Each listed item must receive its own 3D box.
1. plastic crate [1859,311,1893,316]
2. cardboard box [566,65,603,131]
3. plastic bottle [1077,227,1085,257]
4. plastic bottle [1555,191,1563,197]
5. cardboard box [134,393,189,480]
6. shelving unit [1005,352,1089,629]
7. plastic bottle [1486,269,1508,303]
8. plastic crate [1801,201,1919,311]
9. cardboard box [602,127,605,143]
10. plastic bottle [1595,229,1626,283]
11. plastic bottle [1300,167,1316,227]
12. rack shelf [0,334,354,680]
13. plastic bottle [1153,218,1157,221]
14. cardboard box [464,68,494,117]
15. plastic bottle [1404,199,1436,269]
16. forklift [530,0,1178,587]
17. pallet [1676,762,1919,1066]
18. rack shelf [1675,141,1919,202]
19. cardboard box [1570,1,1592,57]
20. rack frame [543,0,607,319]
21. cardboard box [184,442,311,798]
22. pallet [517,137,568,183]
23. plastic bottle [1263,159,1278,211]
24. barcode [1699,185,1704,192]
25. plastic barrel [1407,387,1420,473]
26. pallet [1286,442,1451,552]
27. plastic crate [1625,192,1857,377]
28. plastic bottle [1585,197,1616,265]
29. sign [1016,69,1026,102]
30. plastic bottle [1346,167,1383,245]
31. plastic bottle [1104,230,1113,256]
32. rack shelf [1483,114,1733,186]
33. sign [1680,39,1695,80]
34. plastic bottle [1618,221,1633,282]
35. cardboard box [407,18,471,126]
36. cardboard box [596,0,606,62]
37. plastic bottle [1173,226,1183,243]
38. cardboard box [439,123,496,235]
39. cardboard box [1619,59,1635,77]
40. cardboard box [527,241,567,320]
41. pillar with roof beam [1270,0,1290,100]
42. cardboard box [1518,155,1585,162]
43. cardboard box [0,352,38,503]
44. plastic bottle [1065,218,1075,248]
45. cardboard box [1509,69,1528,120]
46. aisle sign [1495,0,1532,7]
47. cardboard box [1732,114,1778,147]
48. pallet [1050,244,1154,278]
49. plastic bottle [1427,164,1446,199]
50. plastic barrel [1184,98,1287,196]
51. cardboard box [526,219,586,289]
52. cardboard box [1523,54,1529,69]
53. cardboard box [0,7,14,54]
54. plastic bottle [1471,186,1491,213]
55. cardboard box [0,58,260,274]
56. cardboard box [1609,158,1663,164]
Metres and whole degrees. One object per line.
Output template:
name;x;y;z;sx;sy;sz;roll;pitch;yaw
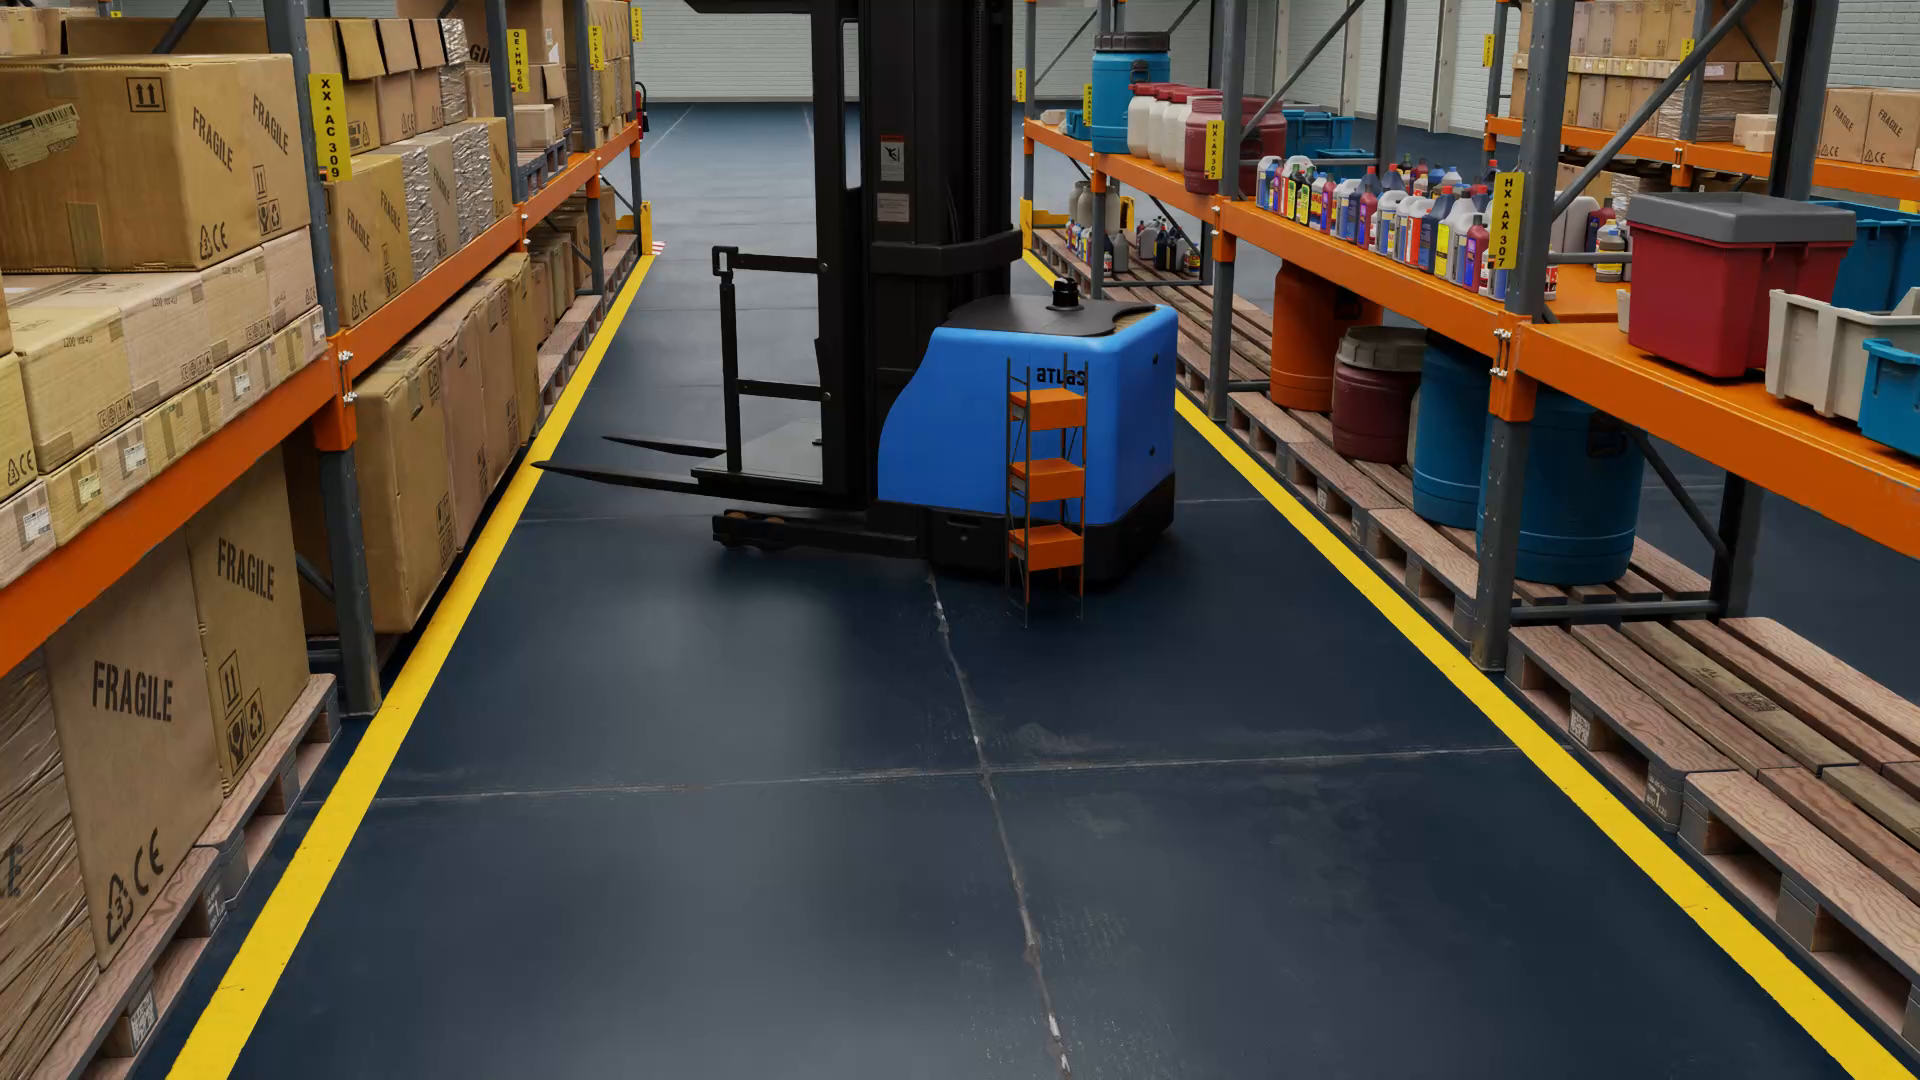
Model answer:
plastic crate;2.791;-0.545;4.764;0.437;0.125;0.590;-2;18;-6
cardboard box;-3.328;-3.529;13.245;0.875;0.500;0.500;-2;18;-6
plastic bottle;1.115;-2.714;15.134;0.097;0.271;0.097;0;17;0
plastic bottle;2.620;-1.408;7.361;0.152;0.276;0.135;-2;18;-6
cardboard box;-2.028;-0.236;3.841;0.380;0.149;0.250;-2;18;-7
shelving unit;0.336;-0.192;6.537;0.252;1.050;0.215;-7;19;-22
plastic bottle;2.046;-1.021;6.128;0.152;0.276;0.135;-2;18;-6
plastic crate;2.796;-0.865;5.351;0.392;0.384;0.575;-2;18;-6
cardboard box;-3.167;-3.379;13.852;0.380;0.149;0.250;-2;18;-6
plastic bottle;2.580;-1.127;6.591;0.097;0.201;0.097;0;17;0
plastic bottle;1.759;-1.722;8.349;0.061;0.283;0.133;-2;18;-6
rack shelf;-2.312;0.120;3.490;1.077;0.370;4.000;-2;18;-6
plastic bottle;1.827;-2.894;15.687;0.061;0.283;0.133;-1;17;-4
cardboard box;-3.183;-2.582;10.026;0.700;0.500;0.500;1;17;3
plastic bottle;1.957;-1.280;6.953;0.152;0.276;0.135;-2;18;-6
forklift;-0.575;-1.471;7.469;3.031;2.935;1.130;7;19;22
pallet;2.652;0.940;4.331;1.003;0.211;1.213;-2;18;-6
rack shelf;6.717;-2.569;12.053;1.077;0.370;4.000;-2;18;-6
cardboard box;6.252;-4.904;15.958;0.700;0.500;0.500;-2;18;-5
rack frame;-3.343;-3.203;12.872;1.000;3.000;0.127;-2;18;-6
cardboard box;-2.529;0.193;4.901;0.875;0.875;0.875;-2;18;-6
pallet;-3.175;-2.508;10.979;1.003;0.211;1.213;-2;18;-6
plastic bottle;1.704;-1.929;9.027;0.097;0.271;0.097;0;17;0
barcode;6.123;-2.894;13.725;0.001;0.075;0.075;-2;18;-6
plastic barrel;2.327;-0.531;7.812;0.421;0.512;0.421;0;17;0
pallet;2.242;-0.238;8.082;1.003;0.211;1.213;-2;18;-6
plastic crate;2.251;-0.758;4.877;0.402;0.464;0.583;-2;18;-6
plastic bottle;2.704;-1.304;7.018;0.061;0.283;0.133;-2;18;-6
sign;0.623;-4.664;17.064;0.100;0.325;0.005;-2;18;-6
plastic bottle;1.875;-1.541;7.660;0.144;0.351;0.185;-2;18;-6
plastic bottle;1.230;-2.485;14.273;0.144;0.351;0.185;-2;18;-7
rack shelf;6.305;-3.761;15.849;1.077;0.370;4.000;-2;18;-6
sign;5.959;-3.941;13.646;0.100;0.325;0.005;-2;18;-6
plastic bottle;2.702;-1.172;6.610;0.152;0.276;0.135;-2;18;-6
cardboard box;-2.871;-2.319;8.215;0.797;0.503;0.637;-1;17;-4
cardboard box;-3.190;-4.161;13.589;0.500;0.500;0.500;-2;18;-6
plastic bottle;1.913;-2.555;14.497;0.144;0.351;0.185;-1;17;-4
cardboard box;-2.587;-1.771;8.143;0.500;0.500;0.500;-2;18;-6
cardboard box;6.167;-4.243;14.934;0.380;0.149;0.250;-2;18;-6
cardboard box;-3.271;-1.894;12.141;0.700;0.500;0.500;-2;18;-6
pillar with roof beam;4.582;-16.339;44.699;9.100;9.000;0.400;-2;18;-6
cardboard box;5.986;-3.630;16.871;0.500;0.500;0.500;-2;18;-6
cardboard box;-1.995;-0.154;2.914;0.500;0.250;0.500;-2;18;-7
plastic bottle;1.048;-2.906;15.747;0.097;0.271;0.097;0;17;0
cardboard box;6.134;-4.608;17.180;0.700;0.500;0.500;-2;18;-6
aisle sign;5.787;-5.950;17.282;0.394;0.787;0.004;-2;18;-6
cardboard box;6.605;-3.291;13.403;0.500;0.250;0.500;-1;17;-2
pallet;1.427;-2.591;15.579;1.003;0.211;1.213;-2;18;-6
plastic bottle;2.500;-1.834;8.726;0.097;0.271;0.097;0;17;0
plastic barrel;1.647;-2.358;9.953;0.600;0.536;0.708;-2;18;-6
cardboard box;-3.344;-2.331;13.567;0.500;0.500;0.500;-2;18;-7
cardboard box;5.954;-4.855;16.883;0.380;0.149;0.250;-2;18;-7
cardboard box;-8.382;-4.103;13.685;0.875;0.550;0.550;-2;18;-6
plastic bottle;2.113;-1.272;6.804;0.144;0.351;0.185;-2;18;-6
cardboard box;-2.157;-0.970;4.260;0.500;0.500;0.500;-2;18;-5
cardboard box;6.567;-3.498;16.449;0.500;0.500;0.500;-2;18;-6
